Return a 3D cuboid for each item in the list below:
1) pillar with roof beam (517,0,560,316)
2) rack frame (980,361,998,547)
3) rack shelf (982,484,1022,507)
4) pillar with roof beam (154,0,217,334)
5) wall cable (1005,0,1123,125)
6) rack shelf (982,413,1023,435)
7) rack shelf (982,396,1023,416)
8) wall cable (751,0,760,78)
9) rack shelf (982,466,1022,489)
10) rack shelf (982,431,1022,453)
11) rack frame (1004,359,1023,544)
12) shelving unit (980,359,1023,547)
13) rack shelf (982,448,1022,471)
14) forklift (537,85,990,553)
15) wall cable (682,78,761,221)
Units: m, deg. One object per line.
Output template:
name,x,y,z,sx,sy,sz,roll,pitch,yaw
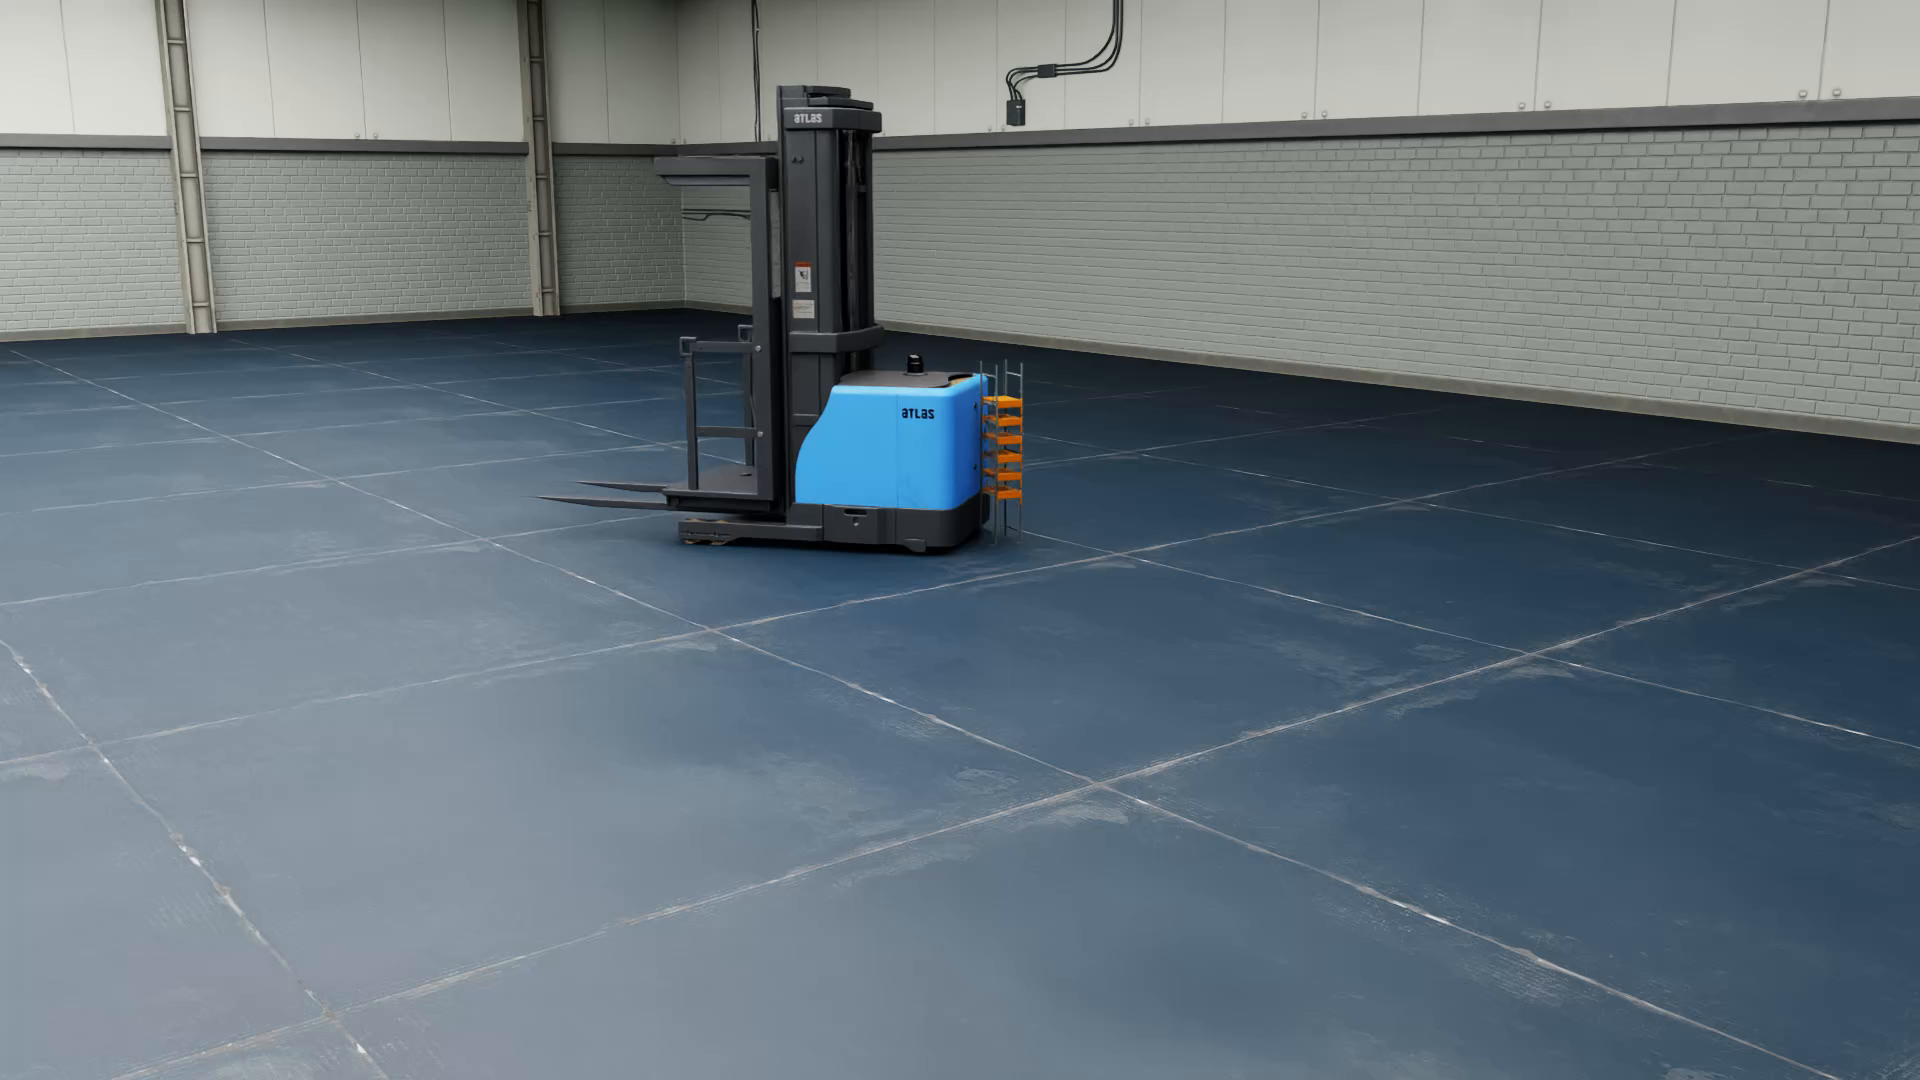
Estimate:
pillar with roof beam,-4.930,-7.850,26.431,0.400,9.000,9.100,-9,15,-38
rack frame,0.188,-0.564,10.897,0.006,1.200,0.240,-6,13,-25
rack shelf,0.270,-0.294,10.995,0.180,0.103,0.258,-6,13,-25
pillar with roof beam,-9.615,-7.071,22.764,0.400,9.000,9.100,-9,15,-38
wall cable,1.426,-8.837,22.895,0.169,6.003,2.305,-9,15,-38
rack shelf,0.270,-0.764,10.896,0.180,0.103,0.258,-6,13,-25
rack shelf,0.270,-0.881,10.871,0.180,0.103,0.258,-6,13,-25
wall cable,-2.802,-9.228,28.241,0.112,2.526,3.097,-9,15,-38
rack shelf,0.270,-0.412,10.970,0.180,0.103,0.258,-6,13,-25
rack shelf,0.270,-0.646,10.921,0.180,0.103,0.258,-6,13,-25
rack frame,0.353,-0.581,10.975,0.006,1.200,0.240,-6,13,-25
shelving unit,0.270,-0.573,10.936,0.189,1.200,0.258,-6,13,-25
rack shelf,0.270,-0.529,10.945,0.180,0.103,0.258,-6,13,-25
forklift,-1.371,-1.498,11.129,3.031,2.935,1.130,3,12,15
wall cable,-4.492,-7.197,30.832,0.112,2.526,3.097,-9,15,-38
